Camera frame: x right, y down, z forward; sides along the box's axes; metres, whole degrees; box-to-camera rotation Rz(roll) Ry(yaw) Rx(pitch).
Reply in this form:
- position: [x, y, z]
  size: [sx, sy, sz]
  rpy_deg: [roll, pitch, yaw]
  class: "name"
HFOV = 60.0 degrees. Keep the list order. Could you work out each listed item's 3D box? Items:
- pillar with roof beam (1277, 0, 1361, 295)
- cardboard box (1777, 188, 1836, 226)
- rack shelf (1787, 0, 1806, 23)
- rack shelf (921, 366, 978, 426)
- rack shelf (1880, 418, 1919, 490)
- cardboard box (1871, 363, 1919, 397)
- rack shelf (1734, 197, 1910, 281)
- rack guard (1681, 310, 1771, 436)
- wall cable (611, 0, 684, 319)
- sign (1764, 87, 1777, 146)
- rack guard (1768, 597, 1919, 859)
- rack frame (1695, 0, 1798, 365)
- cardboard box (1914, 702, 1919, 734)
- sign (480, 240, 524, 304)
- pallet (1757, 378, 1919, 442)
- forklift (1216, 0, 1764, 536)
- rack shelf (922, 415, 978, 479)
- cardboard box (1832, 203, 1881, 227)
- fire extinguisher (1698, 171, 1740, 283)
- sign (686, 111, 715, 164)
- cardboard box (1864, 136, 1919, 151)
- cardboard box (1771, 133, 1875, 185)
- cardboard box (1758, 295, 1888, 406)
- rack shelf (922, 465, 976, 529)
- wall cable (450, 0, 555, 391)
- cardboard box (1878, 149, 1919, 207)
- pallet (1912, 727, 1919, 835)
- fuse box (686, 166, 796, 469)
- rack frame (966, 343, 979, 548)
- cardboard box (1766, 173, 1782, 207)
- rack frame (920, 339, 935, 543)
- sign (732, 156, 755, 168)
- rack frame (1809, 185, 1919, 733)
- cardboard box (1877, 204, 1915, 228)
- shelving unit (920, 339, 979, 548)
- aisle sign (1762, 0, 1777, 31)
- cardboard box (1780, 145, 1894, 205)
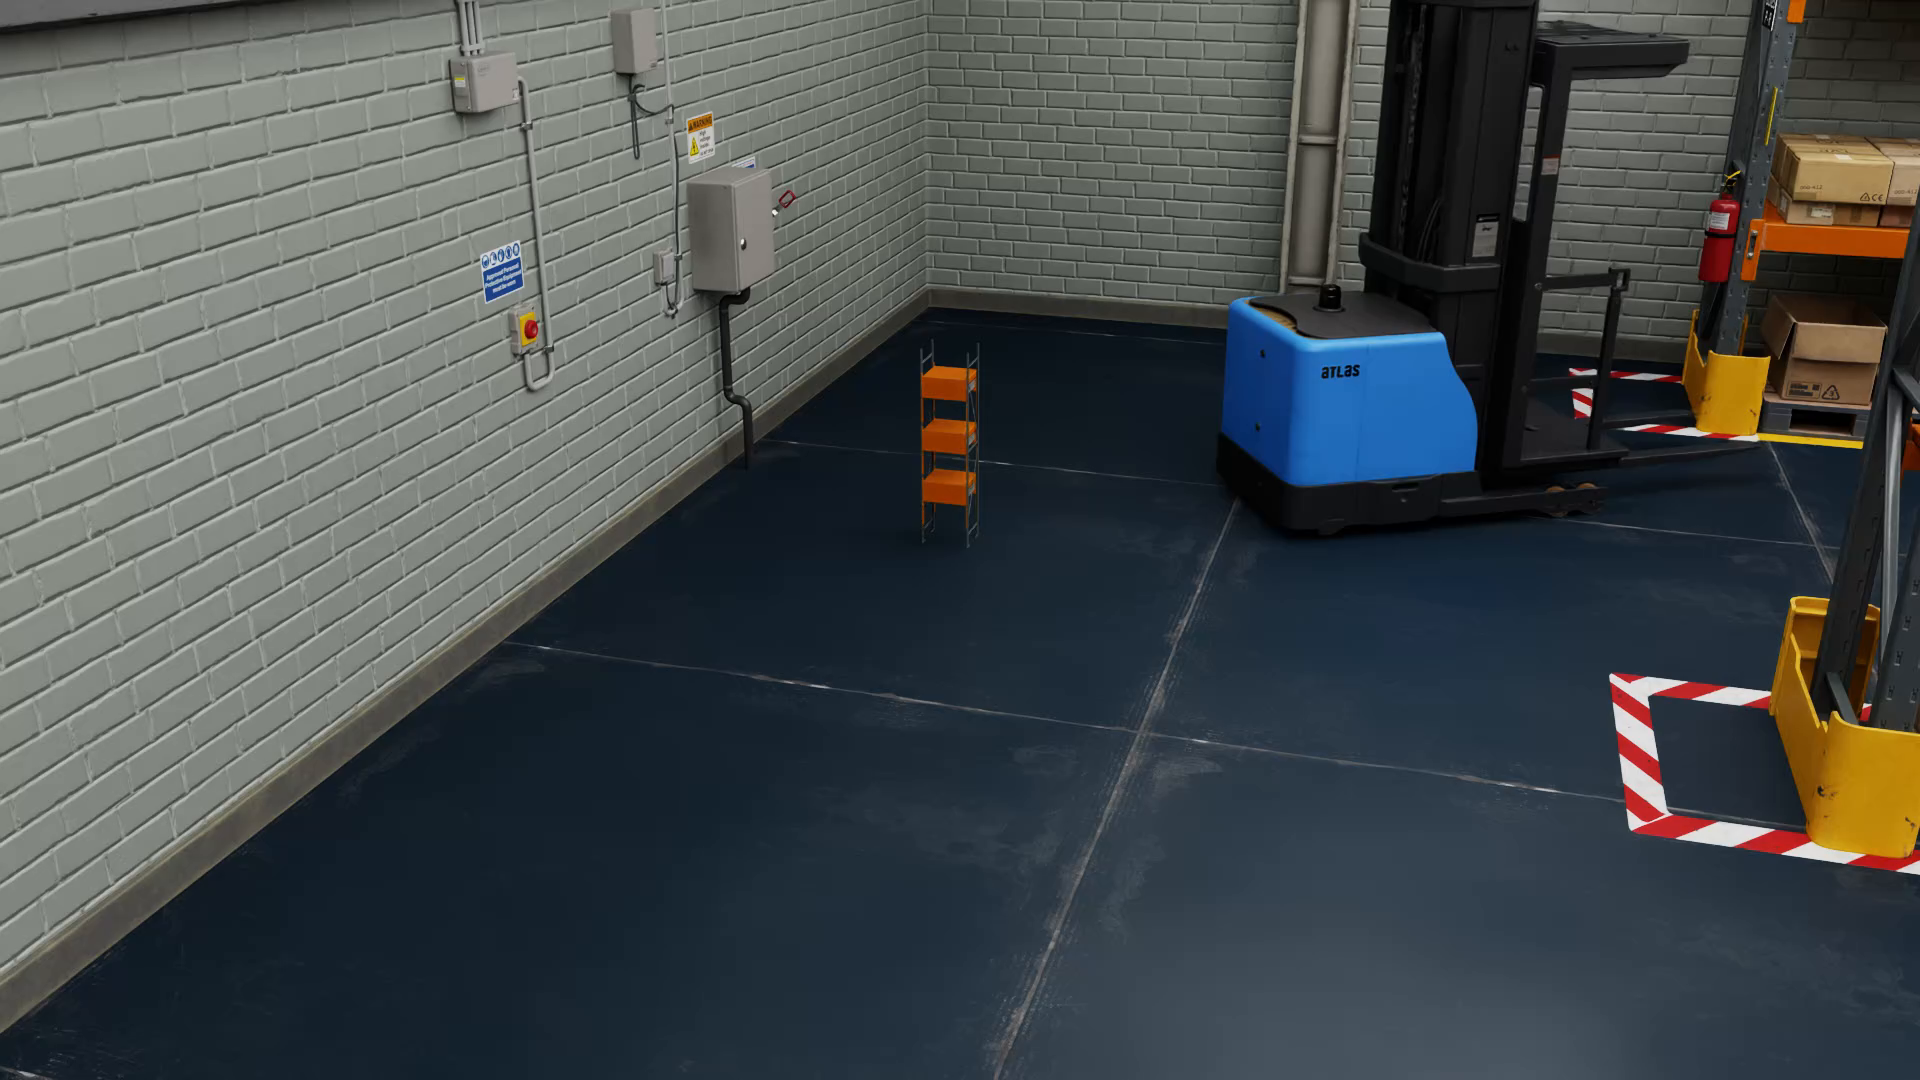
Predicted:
- position: [1.320, -4.102, 6.913]
  size: [0.400, 9.000, 9.100]
  rpy_deg: [7, 23, 16]
  class: "pillar with roof beam"
- position: [5.120, -2.016, 10.062]
  size: [0.250, 0.149, 0.380]
  rpy_deg: [6, 23, 15]
  class: "cardboard box"
- position: [6.800, -3.103, 9.378]
  size: [4.000, 0.370, 1.077]
  rpy_deg: [7, 23, 16]
  class: "rack shelf"
- position: [-0.051, -0.744, 8.481]
  size: [0.240, 0.259, 0.215]
  rpy_deg: [7, 23, 16]
  class: "rack shelf"
- position: [5.369, 0.088, 5.550]
  size: [4.000, 0.370, 1.077]
  rpy_deg: [7, 23, 16]
  class: "rack shelf"
- position: [5.839, -0.981, 10.411]
  size: [0.250, 0.149, 0.380]
  rpy_deg: [6, 23, 13]
  class: "cardboard box"
- position: [6.800, -1.715, 9.947]
  size: [4.000, 0.370, 1.077]
  rpy_deg: [7, 23, 16]
  class: "rack shelf"
- position: [4.958, -1.103, 10.799]
  size: [0.348, 0.500, 1.175]
  rpy_deg: [7, 23, 16]
  class: "rack guard"
- position: [-1.552, -2.060, 8.500]
  size: [0.122, 1.984, 0.588]
  rpy_deg: [7, 23, 16]
  class: "wall cable"
- position: [4.728, -2.471, 9.700]
  size: [0.005, 0.325, 0.100]
  rpy_deg: [7, 23, 16]
  class: "sign"
- position: [3.432, 0.690, 6.429]
  size: [0.348, 0.500, 1.175]
  rpy_deg: [7, 23, 16]
  class: "rack guard"
- position: [4.885, -2.267, 10.345]
  size: [0.127, 3.000, 1.000]
  rpy_deg: [7, 23, 16]
  class: "rack frame"
- position: [4.115, 0.564, 6.266]
  size: [0.875, 0.438, 0.875]
  rpy_deg: [6, 23, 14]
  class: "cardboard box"
- position: [-2.023, -1.187, 7.356]
  size: [0.001, 0.218, 0.327]
  rpy_deg: [7, 23, 16]
  class: "sign"
- position: [5.721, -0.882, 10.642]
  size: [1.213, 0.211, 1.003]
  rpy_deg: [7, 23, 16]
  class: "pallet"
- position: [3.046, -1.668, 8.975]
  size: [3.031, 2.935, 1.130]
  rpy_deg: [-6, 23, -13]
  class: "forklift"
- position: [-0.051, -0.482, 8.589]
  size: [0.240, 0.259, 0.215]
  rpy_deg: [7, 23, 16]
  class: "rack shelf"
- position: [5.377, -2.004, 10.035]
  size: [0.250, 0.149, 0.380]
  rpy_deg: [7, 23, 17]
  class: "cardboard box"
- position: [4.611, -1.907, 10.061]
  size: [0.183, 0.674, 0.296]
  rpy_deg: [7, 23, 16]
  class: "fire extinguisher"
- position: [-1.418, -2.205, 9.105]
  size: [0.001, 0.242, 0.339]
  rpy_deg: [7, 23, 16]
  class: "sign"
- position: [5.895, -2.325, 10.291]
  size: [0.500, 0.250, 0.500]
  rpy_deg: [7, 23, 16]
  class: "cardboard box"
- position: [5.402, -2.382, 10.429]
  size: [0.500, 0.250, 0.500]
  rpy_deg: [7, 23, 17]
  class: "cardboard box"
- position: [5.443, -1.205, 10.492]
  size: [0.637, 0.503, 0.797]
  rpy_deg: [6, 23, 13]
  class: "cardboard box"
- position: [-0.051, -0.225, 8.695]
  size: [0.240, 0.259, 0.215]
  rpy_deg: [7, 23, 16]
  class: "rack shelf"
- position: [-1.950, -1.558, 7.235]
  size: [0.123, 1.953, 0.585]
  rpy_deg: [7, 23, 16]
  class: "wall cable"
- position: [5.724, -2.133, 9.823]
  size: [0.500, 0.250, 0.500]
  rpy_deg: [7, 23, 16]
  class: "cardboard box"
- position: [4.243, 0.886, 6.333]
  size: [1.213, 0.211, 1.003]
  rpy_deg: [7, 23, 16]
  class: "pallet"
- position: [-1.204, -1.224, 9.500]
  size: [0.414, 1.711, 0.539]
  rpy_deg: [7, 23, 16]
  class: "fuse box"
- position: [0.066, -0.478, 8.552]
  size: [0.008, 1.050, 0.200]
  rpy_deg: [7, 23, 16]
  class: "rack frame"
- position: [5.280, -2.212, 10.542]
  size: [0.250, 0.149, 0.380]
  rpy_deg: [6, 23, 15]
  class: "cardboard box"
- position: [-0.168, -0.505, 8.618]
  size: [0.008, 1.050, 0.200]
  rpy_deg: [7, 23, 16]
  class: "rack frame"
- position: [-1.260, -1.979, 9.766]
  size: [0.001, 0.494, 0.329]
  rpy_deg: [7, 23, 16]
  class: "sign"
- position: [3.455, -0.464, 5.948]
  size: [0.127, 3.000, 1.000]
  rpy_deg: [7, 23, 16]
  class: "rack frame"
- position: [5.639, -1.988, 9.996]
  size: [0.250, 0.149, 0.380]
  rpy_deg: [6, 23, 15]
  class: "cardboard box"
- position: [-0.051, -0.492, 8.585]
  size: [0.252, 1.050, 0.215]
  rpy_deg: [7, 23, 16]
  class: "shelving unit"
- position: [4.735, -3.371, 9.610]
  size: [0.004, 0.787, 0.394]
  rpy_deg: [7, 23, 16]
  class: "aisle sign"
- position: [5.241, -2.188, 9.957]
  size: [0.500, 0.250, 0.500]
  rpy_deg: [7, 23, 16]
  class: "cardboard box"
